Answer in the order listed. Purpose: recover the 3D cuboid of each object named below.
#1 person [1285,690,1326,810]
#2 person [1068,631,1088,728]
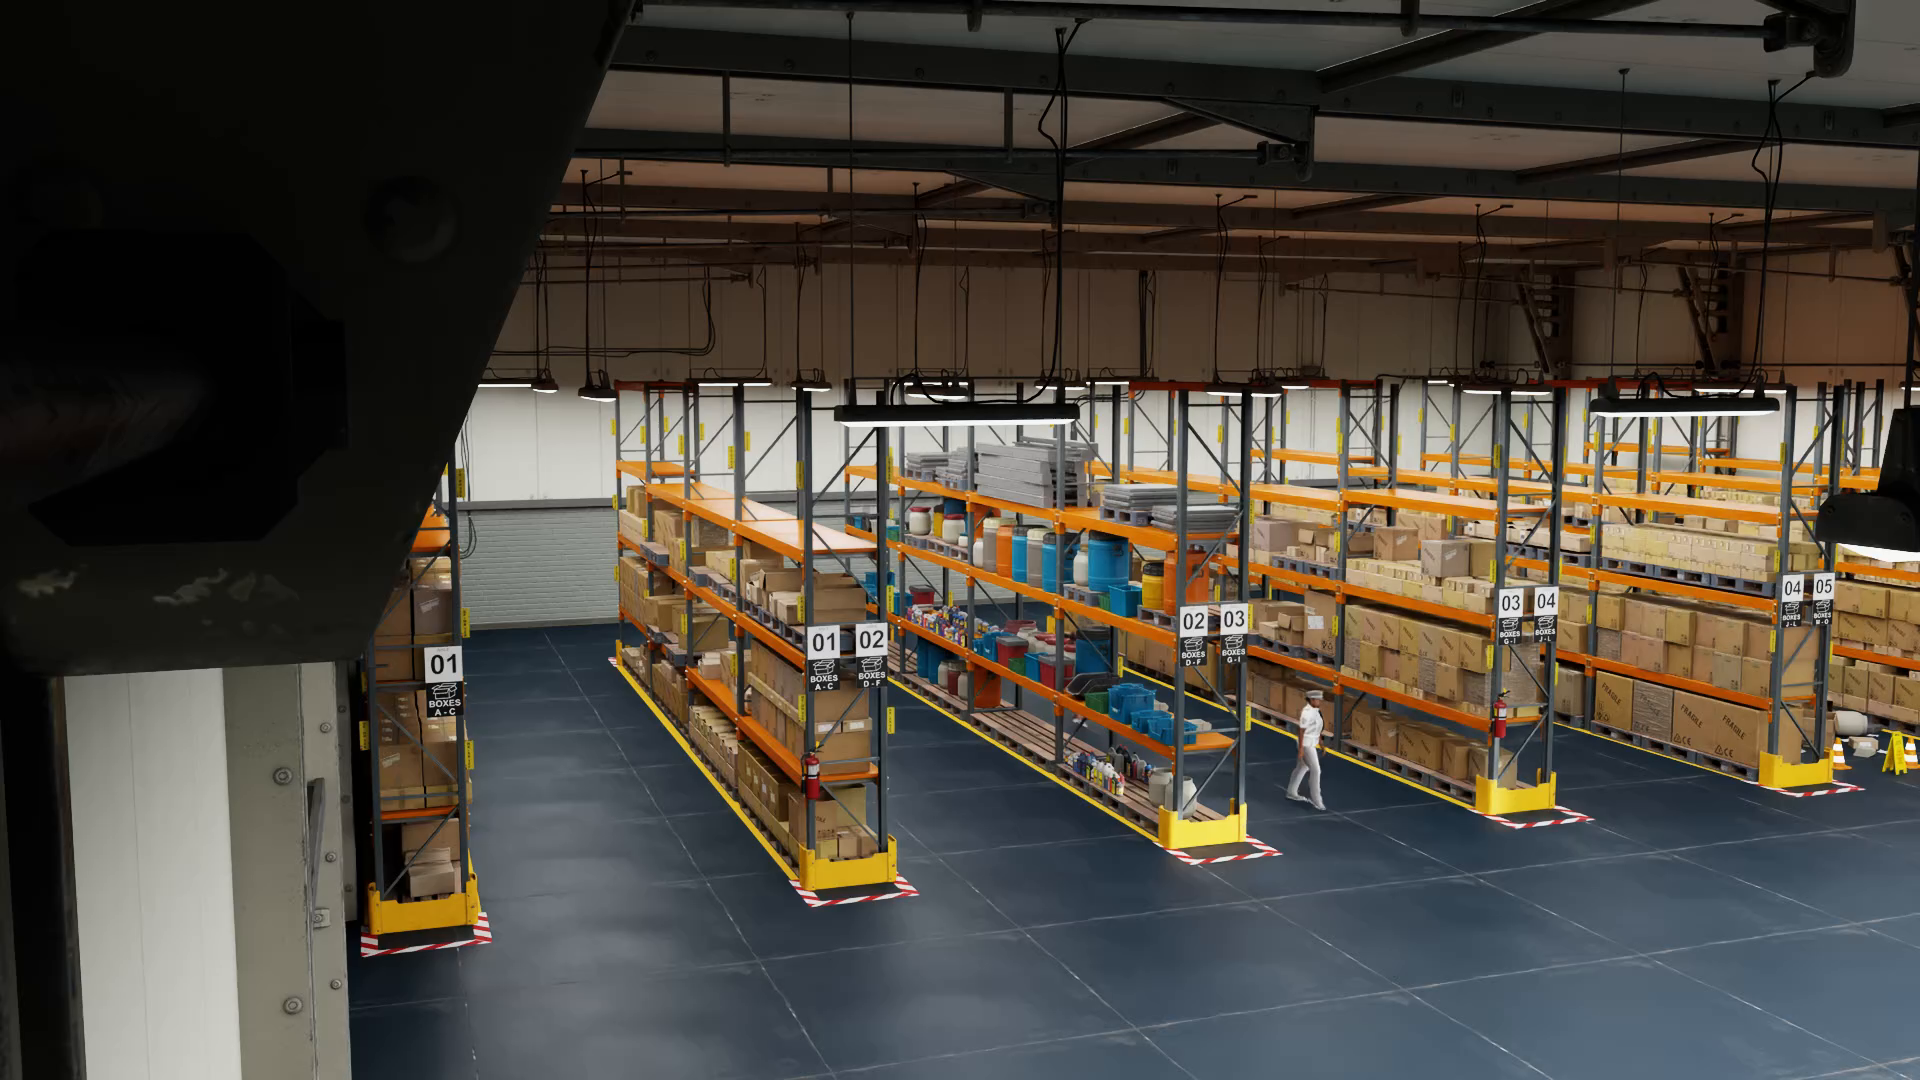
[{"bbox_3d":[5.020,3.008,23.939,0.653,1.726,0.477,2,7,22],"label":"person"},{"bbox_3d":[2.073,2.431,29.160,0.541,1.699,0.583,4,7,36],"label":"person"}]
